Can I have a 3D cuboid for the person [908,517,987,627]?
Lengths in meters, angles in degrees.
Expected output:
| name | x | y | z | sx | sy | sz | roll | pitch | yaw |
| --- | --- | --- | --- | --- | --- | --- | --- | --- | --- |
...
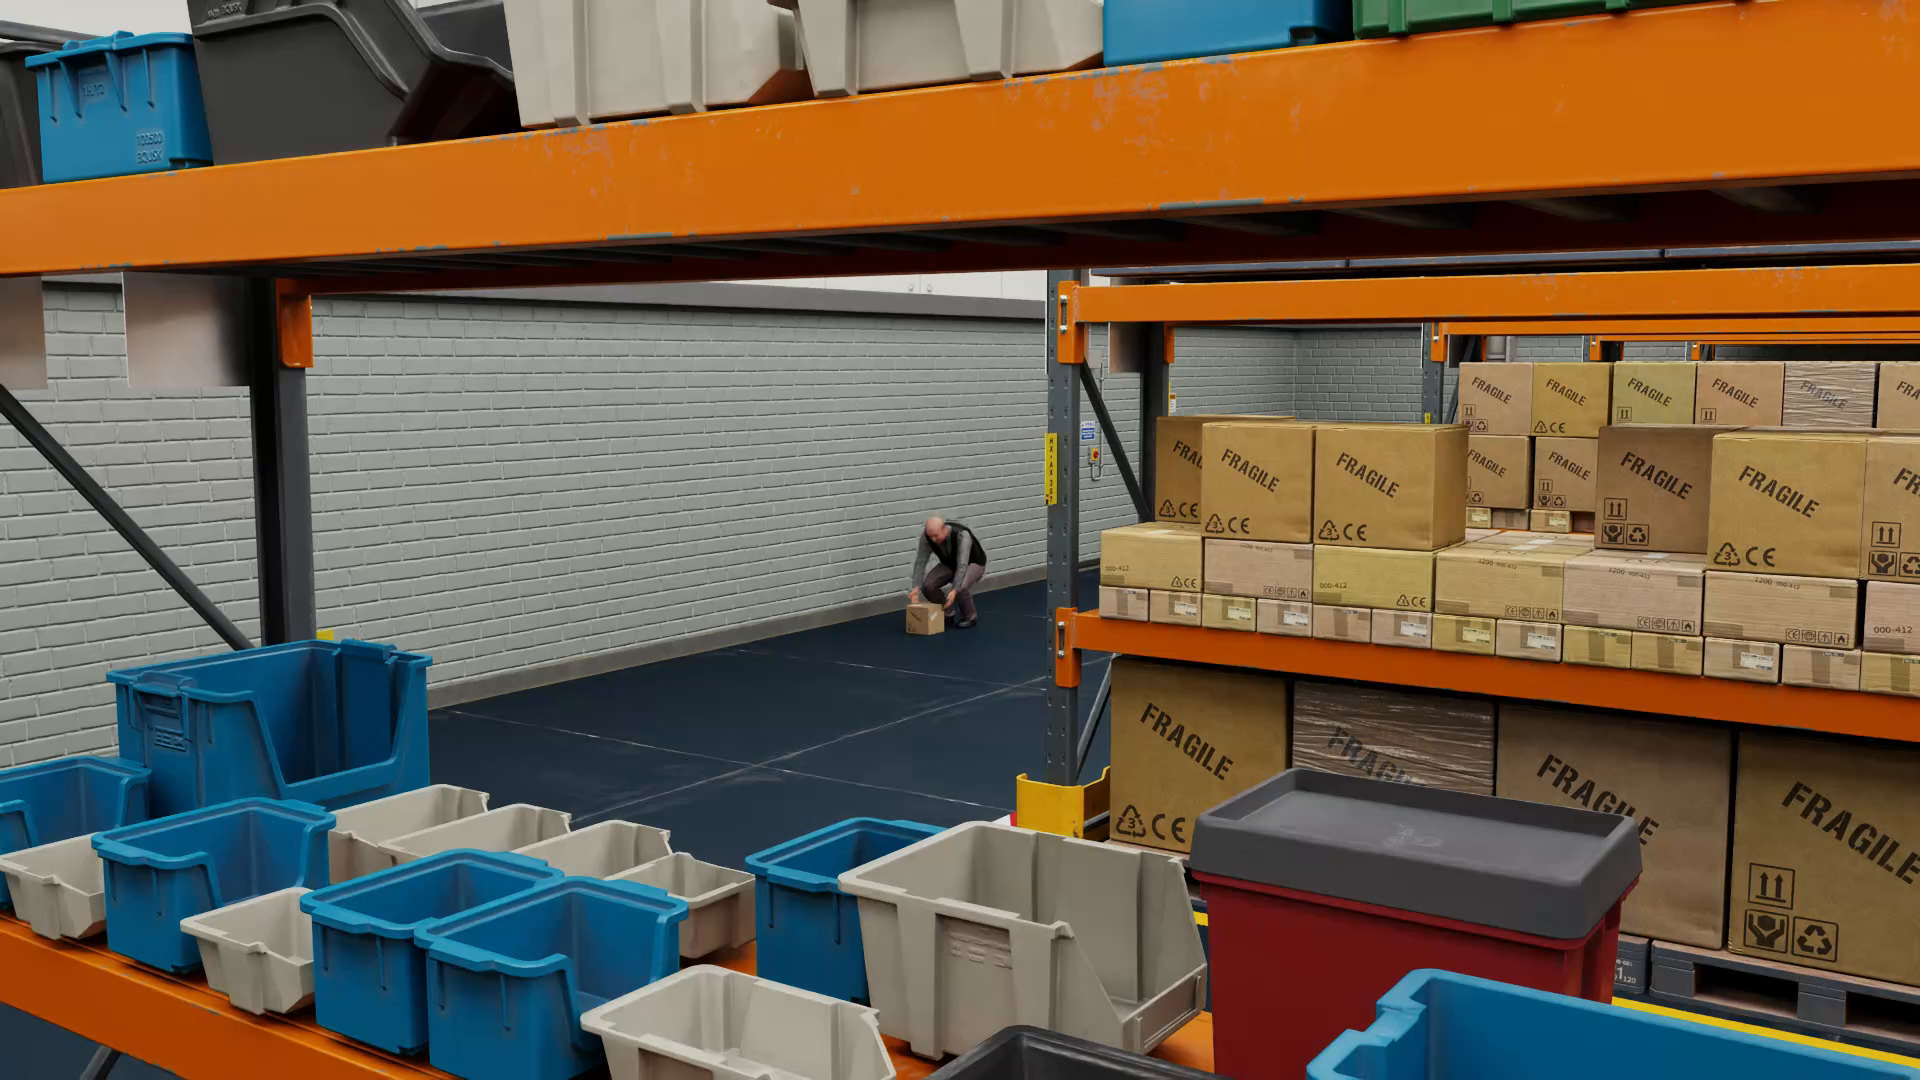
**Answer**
| name | x | y | z | sx | sy | sz | roll | pitch | yaw |
| --- | --- | --- | --- | --- | --- | --- | --- | --- | --- |
| person | -0.074 | 0.284 | 15.358 | 0.555 | 1.058 | 0.831 | 4 | 7 | 33 |
